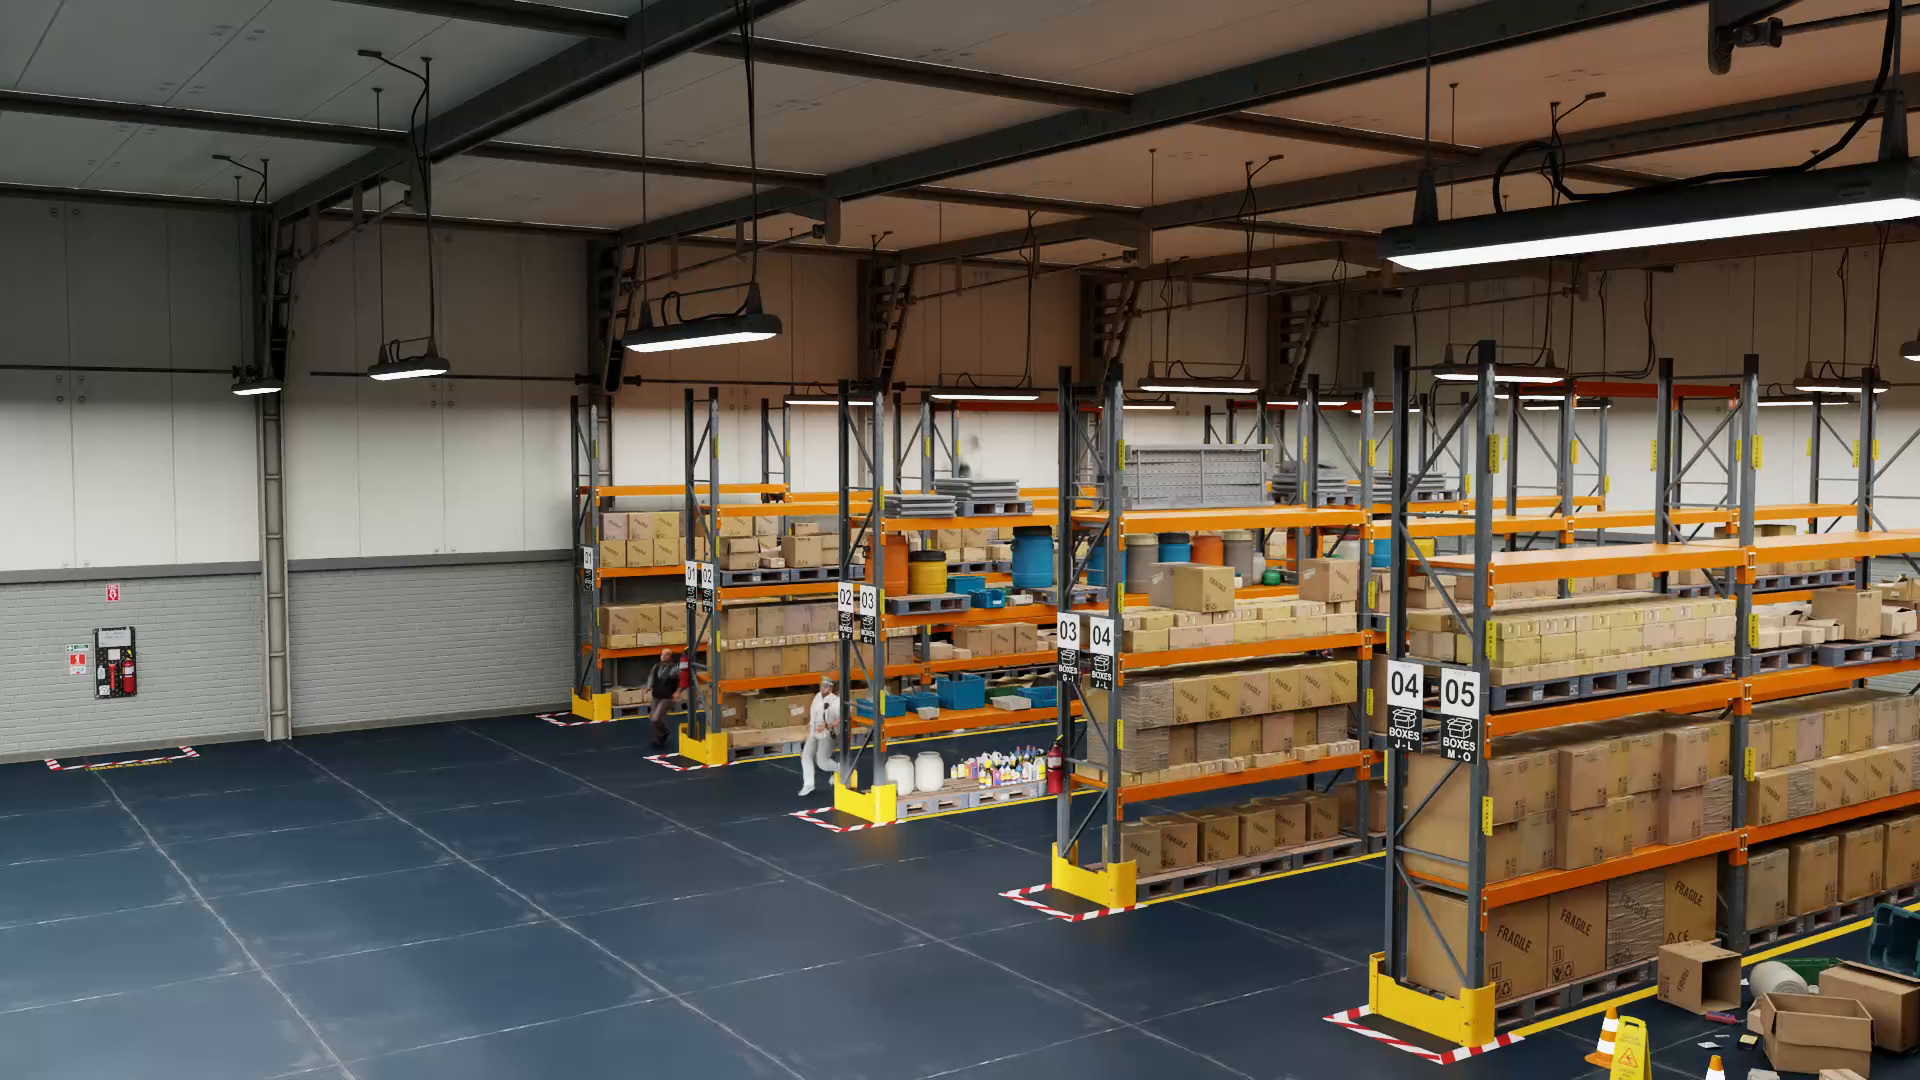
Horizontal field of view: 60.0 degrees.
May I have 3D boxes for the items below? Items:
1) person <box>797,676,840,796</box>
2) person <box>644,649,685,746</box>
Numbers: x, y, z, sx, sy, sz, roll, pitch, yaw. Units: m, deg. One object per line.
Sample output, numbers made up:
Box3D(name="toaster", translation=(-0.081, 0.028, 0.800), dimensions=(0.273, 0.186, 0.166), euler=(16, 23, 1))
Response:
Box3D(name="person", translation=(-1.957, 2.855, 24.350), dimensions=(0.698, 1.777, 0.816), euler=(3, 4, 39))
Box3D(name="person", translation=(-4.979, 2.651, 27.879), dimensions=(0.716, 1.667, 0.584), euler=(2, 4, 31))
